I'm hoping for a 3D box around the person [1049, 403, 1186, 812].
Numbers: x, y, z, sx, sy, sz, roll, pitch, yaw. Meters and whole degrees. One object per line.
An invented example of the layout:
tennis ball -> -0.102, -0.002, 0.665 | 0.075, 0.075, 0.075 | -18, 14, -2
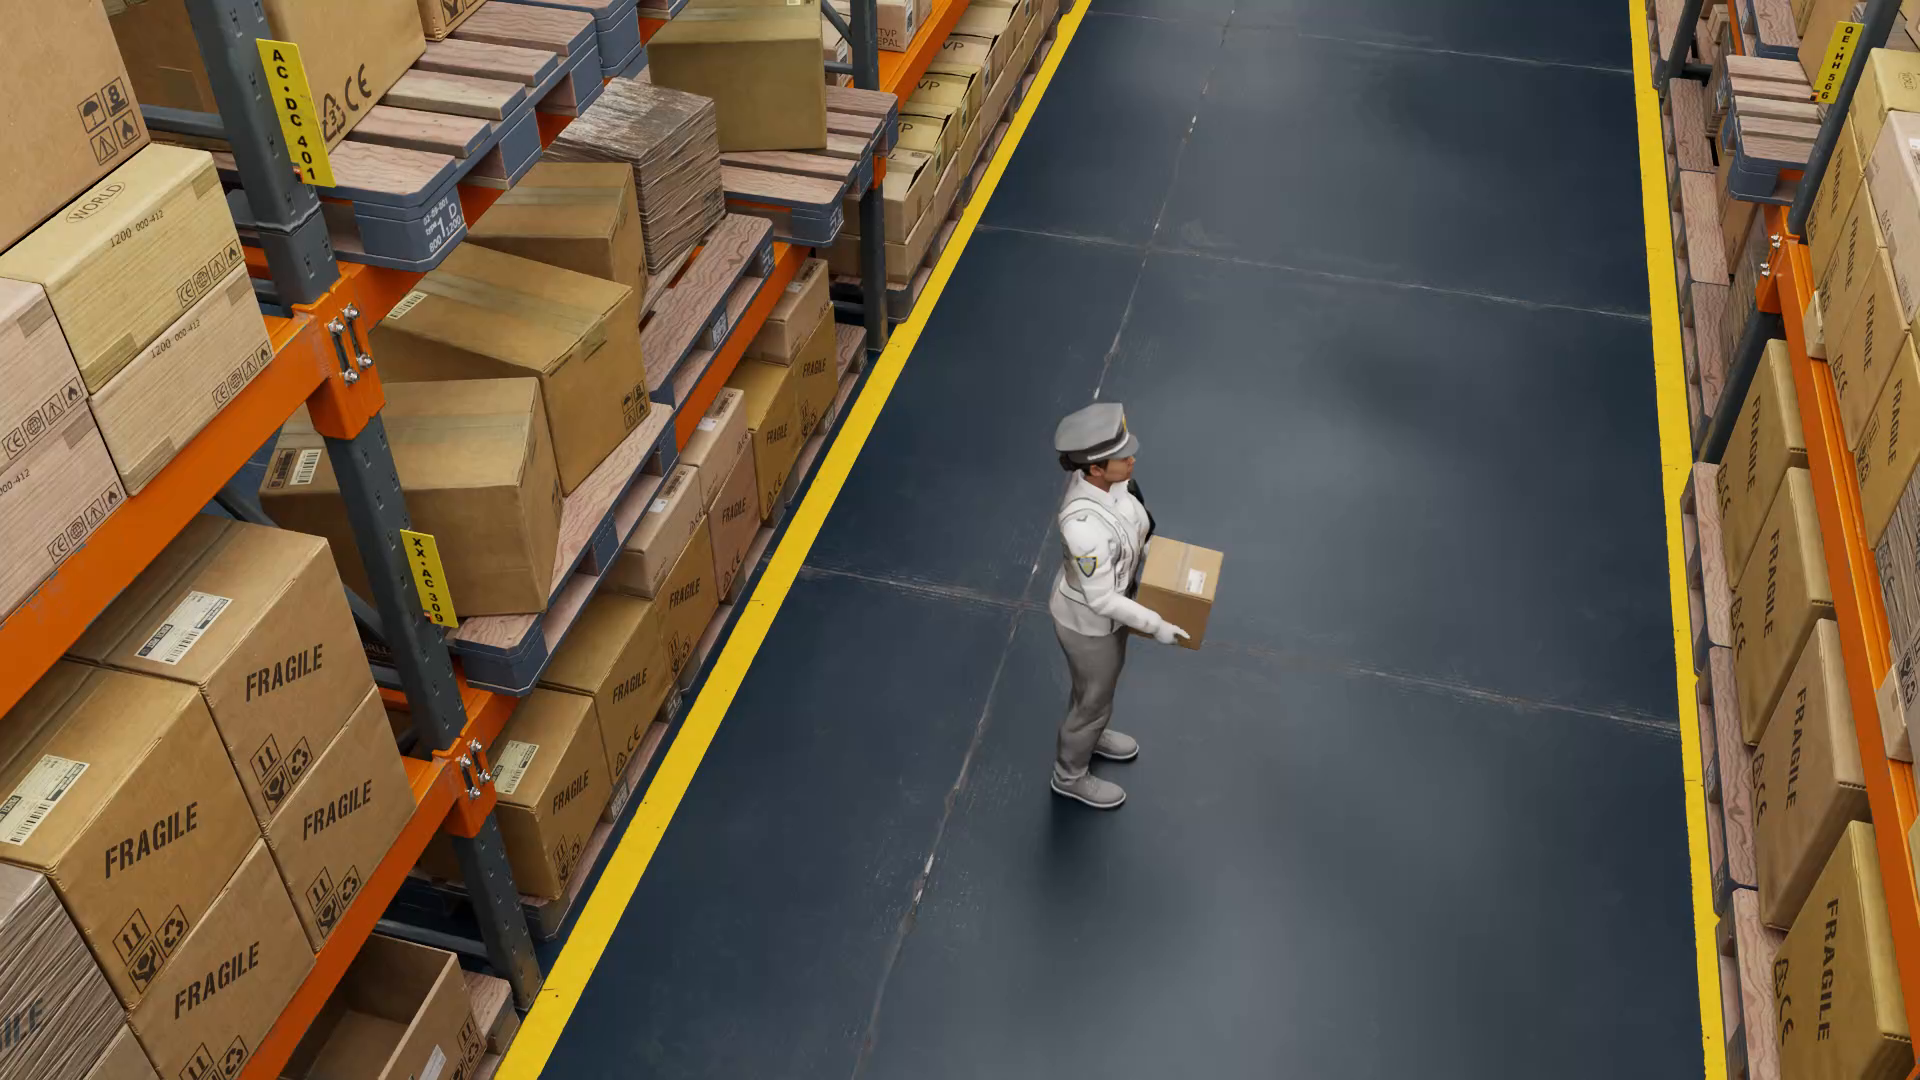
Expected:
person -> 0.559, 0.251, 5.848 | 0.504, 1.692, 0.486 | 10, 42, 11
